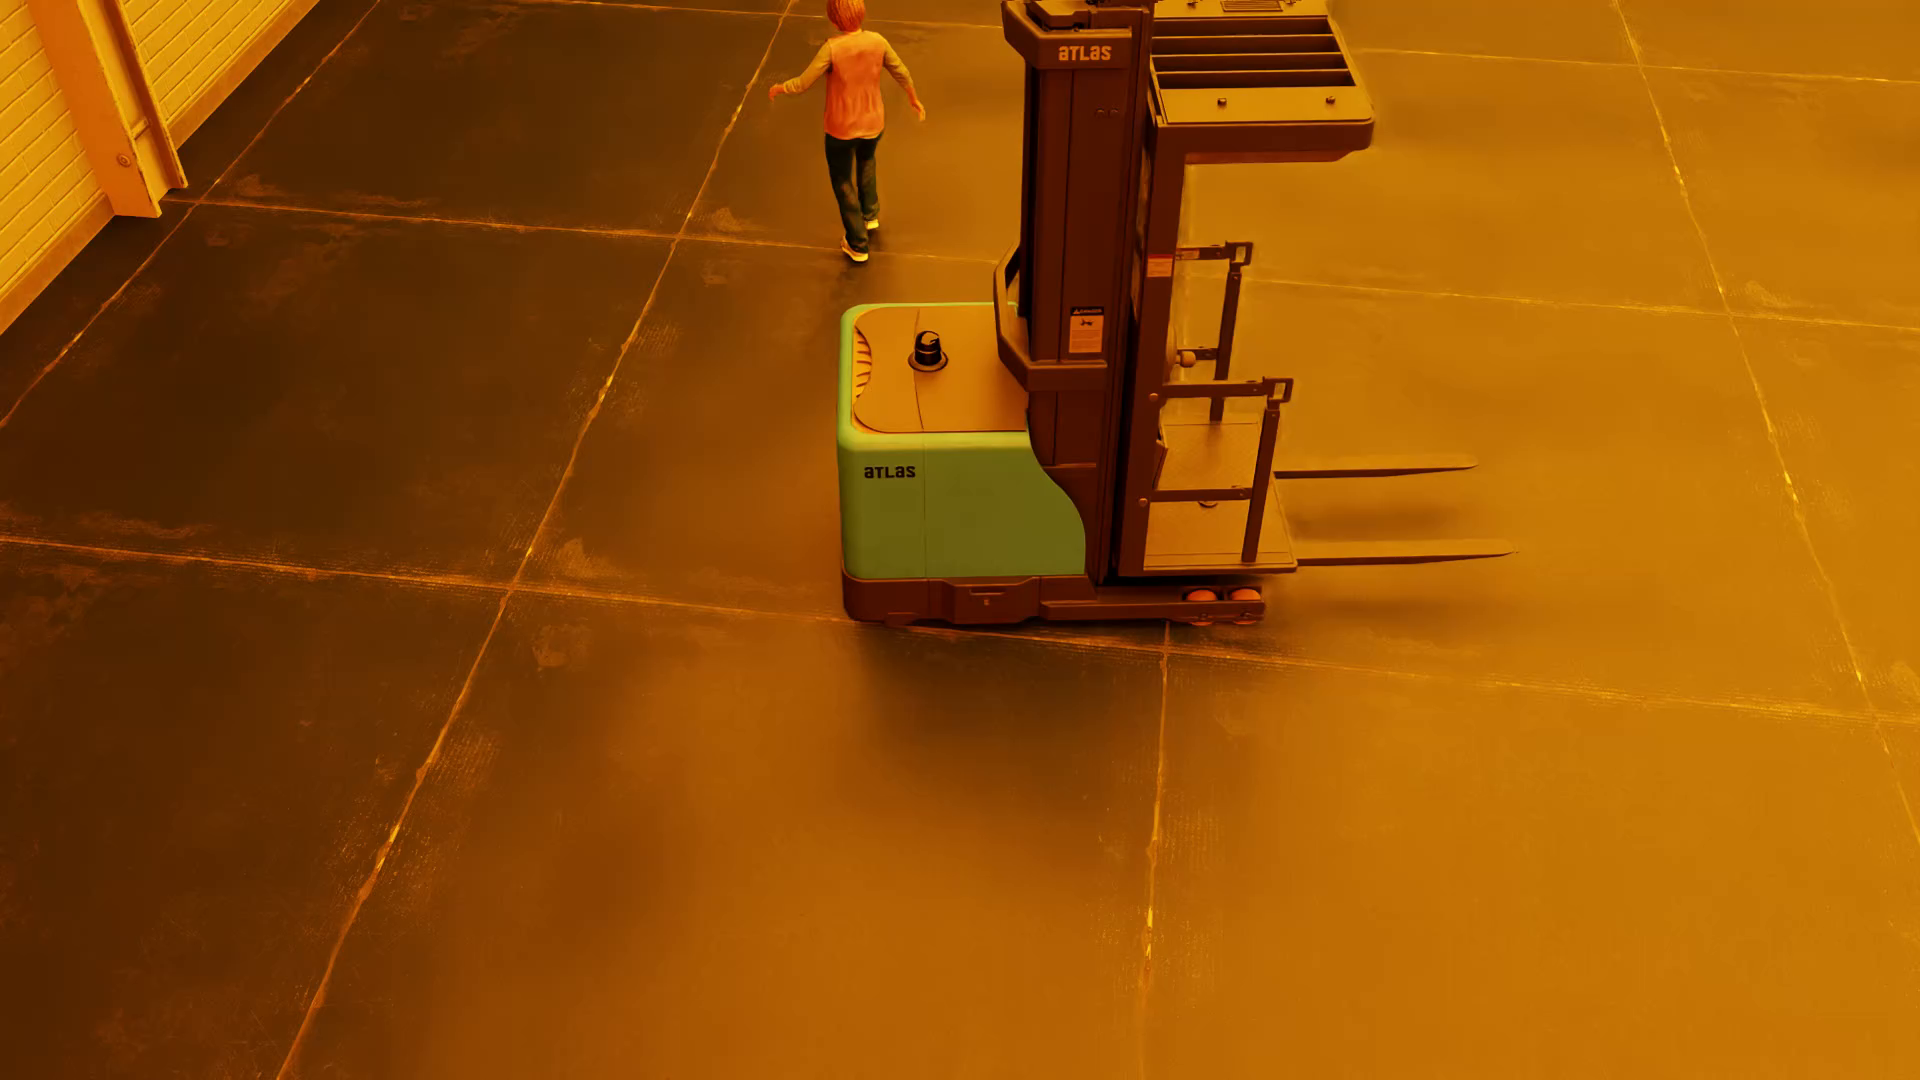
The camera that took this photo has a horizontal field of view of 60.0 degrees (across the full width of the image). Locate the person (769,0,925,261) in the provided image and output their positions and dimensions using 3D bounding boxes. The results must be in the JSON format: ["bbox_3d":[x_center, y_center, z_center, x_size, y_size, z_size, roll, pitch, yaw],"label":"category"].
[{"bbox_3d":[-0.599,-2.326,9.299,0.835,1.607,0.529,-15,45,-16],"label":"person"}]

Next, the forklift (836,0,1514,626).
[{"bbox_3d":[0.979,-1.055,6.872,3.031,2.935,1.130,-1,43,-1],"label":"forklift"}]
